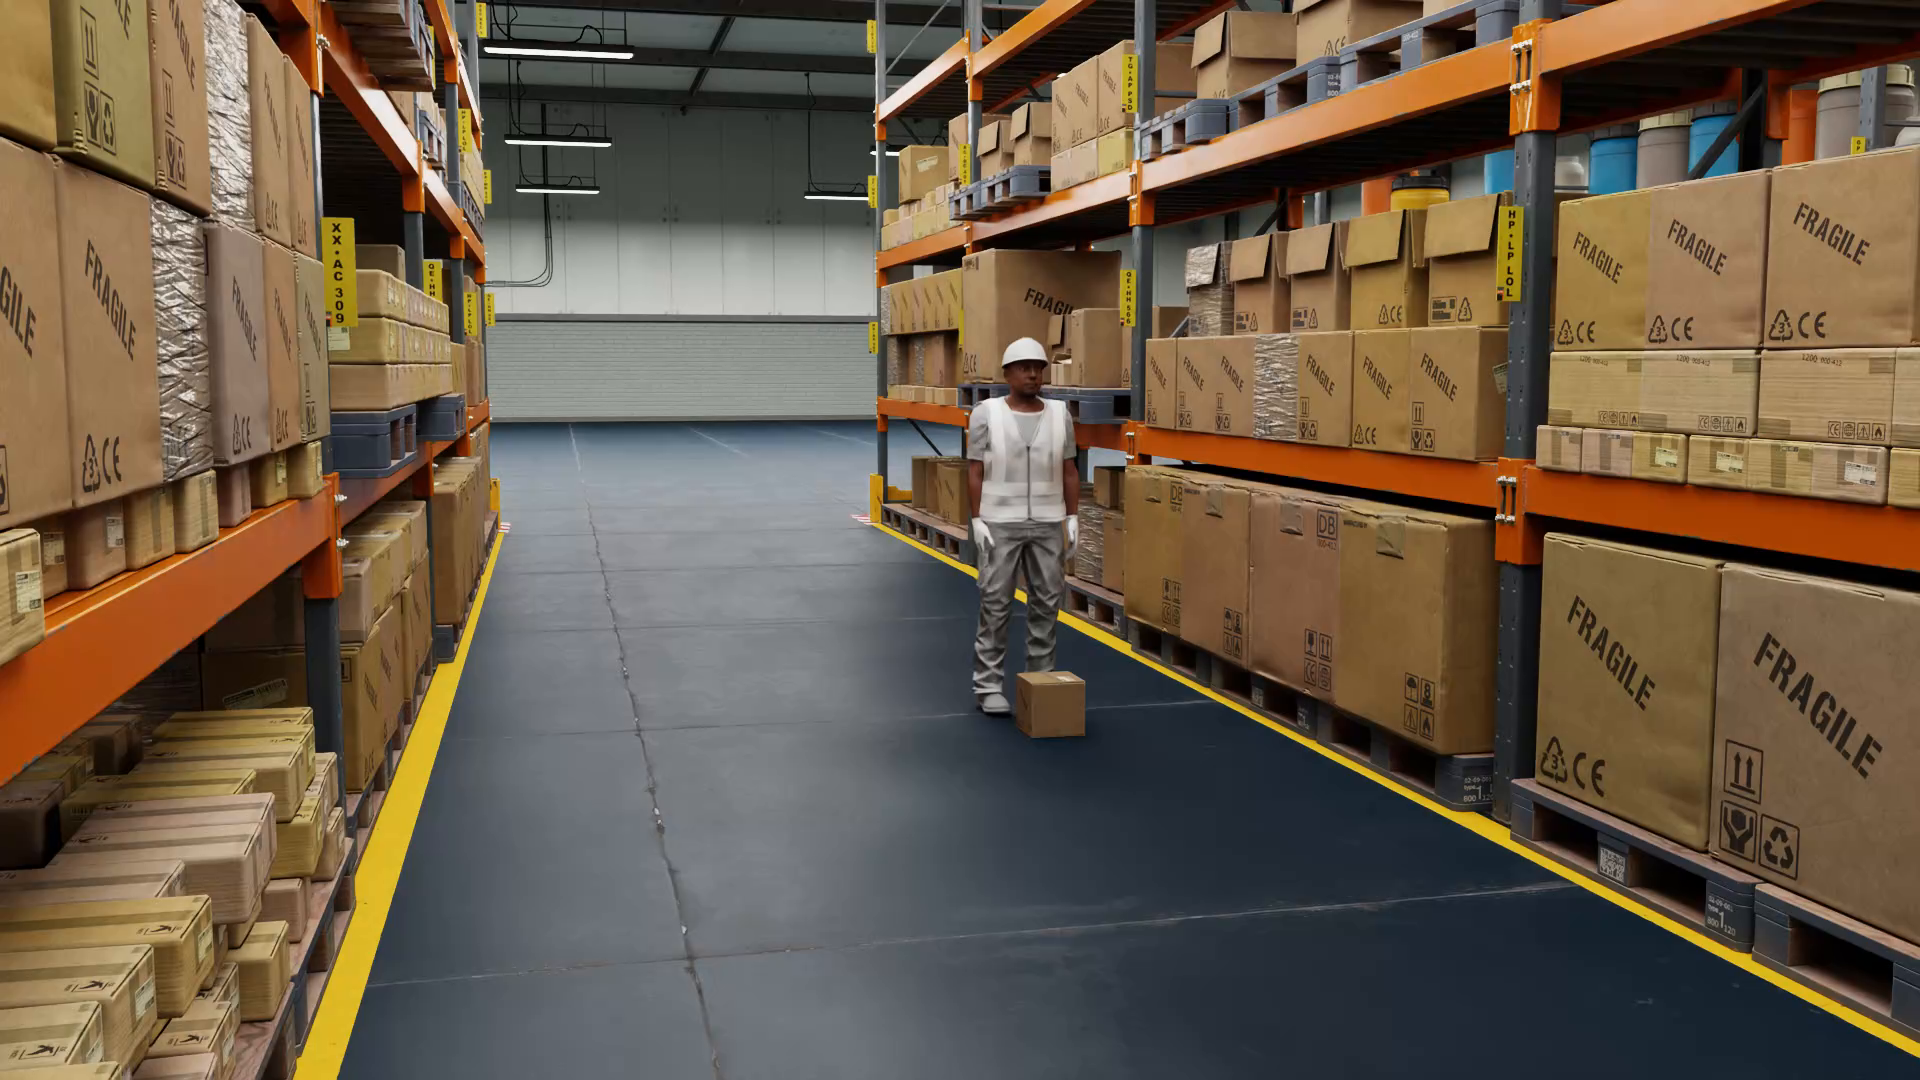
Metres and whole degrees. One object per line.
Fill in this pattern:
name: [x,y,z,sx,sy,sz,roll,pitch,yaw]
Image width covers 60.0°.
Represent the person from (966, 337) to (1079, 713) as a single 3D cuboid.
person: [0.309,-0.069,7.941,0.545,1.785,0.355,-1,6,-12]
